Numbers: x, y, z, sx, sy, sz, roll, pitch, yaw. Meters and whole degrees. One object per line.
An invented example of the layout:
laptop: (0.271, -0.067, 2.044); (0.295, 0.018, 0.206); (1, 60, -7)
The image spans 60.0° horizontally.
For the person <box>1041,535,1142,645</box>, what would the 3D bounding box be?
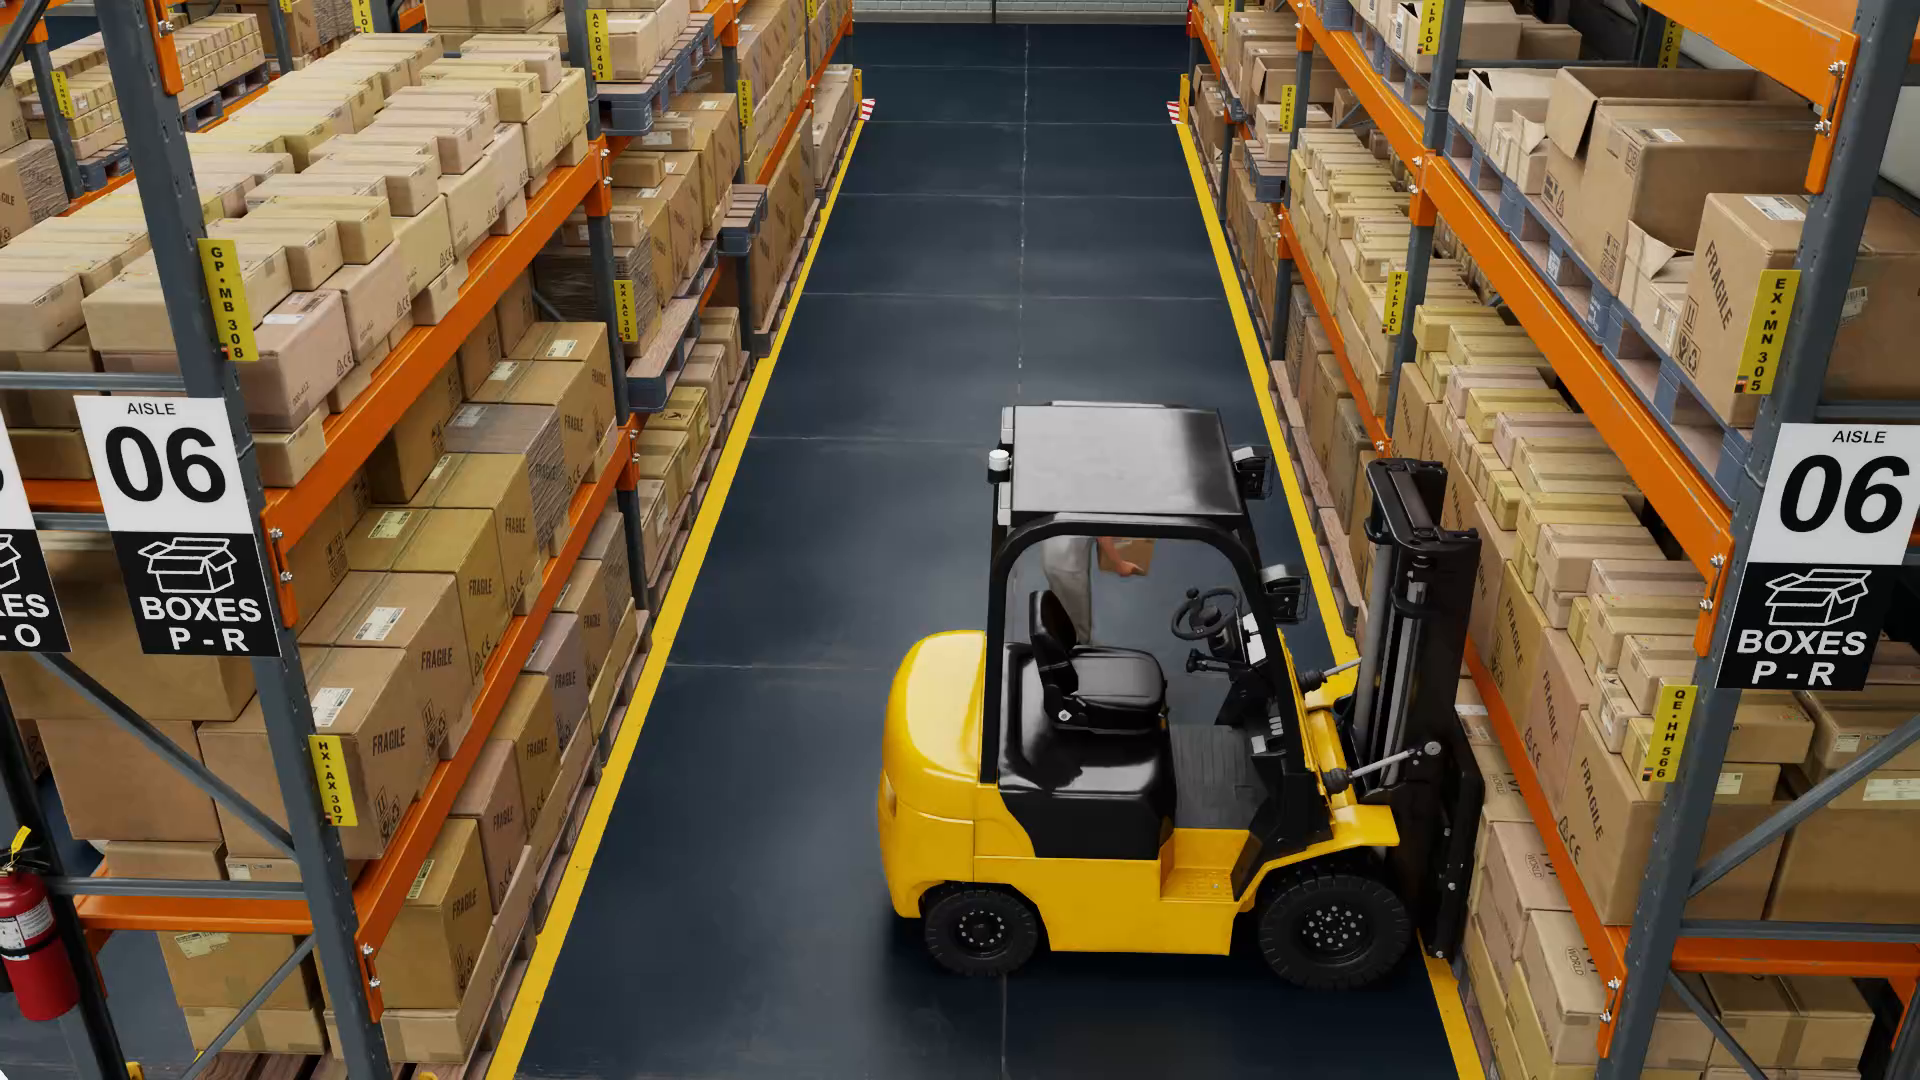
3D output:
person: (0.661, 0.100, 8.451); (0.508, 1.667, 0.410); (1, 28, 1)
